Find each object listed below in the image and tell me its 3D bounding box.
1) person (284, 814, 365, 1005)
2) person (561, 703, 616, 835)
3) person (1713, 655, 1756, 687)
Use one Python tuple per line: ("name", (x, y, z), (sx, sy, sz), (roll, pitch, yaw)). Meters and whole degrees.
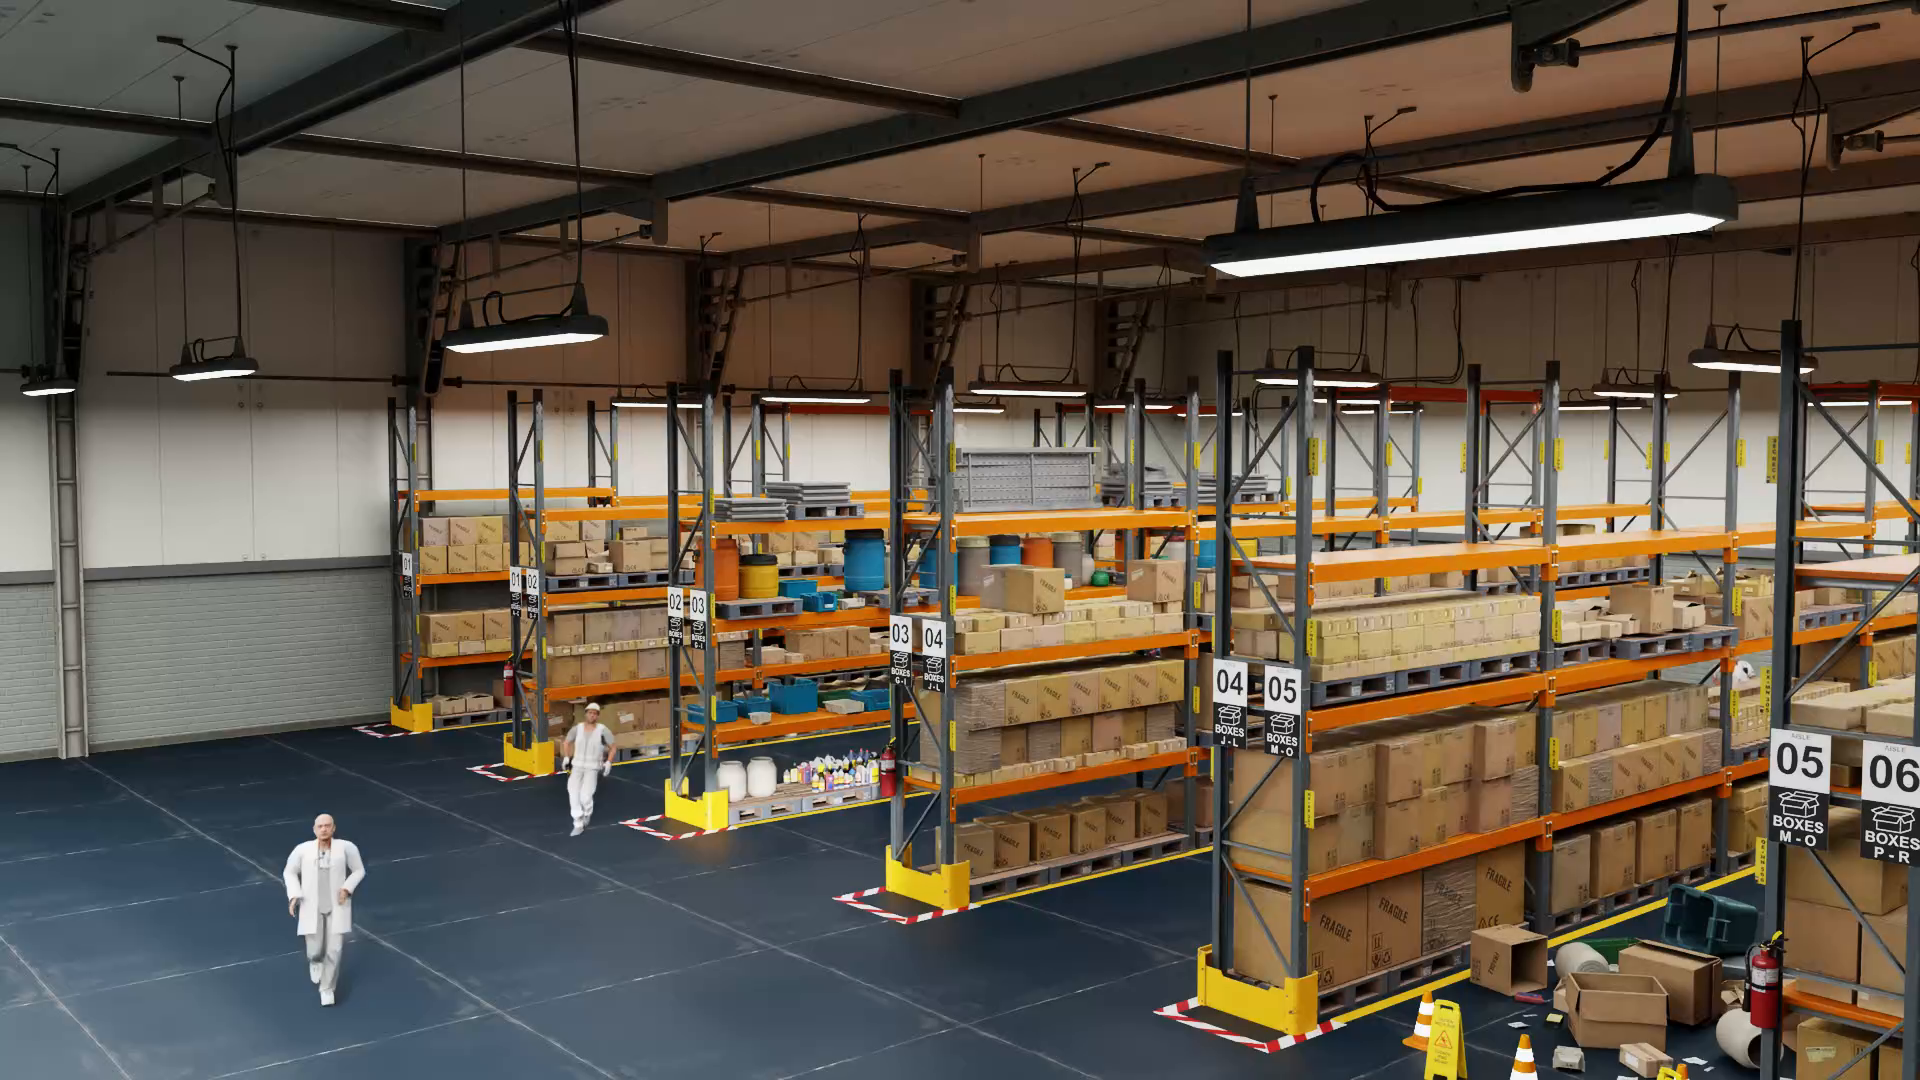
("person", (-5.884, 3.402, 15.414), (0.710, 1.733, 0.638), (-1, 4, -20))
("person", (-4.931, 3.025, 21.939), (0.699, 1.733, 0.522), (0, 3, 5))
("person", (13.237, 2.664, 28.343), (0.704, 1.733, 0.813), (0, 3, 4))
